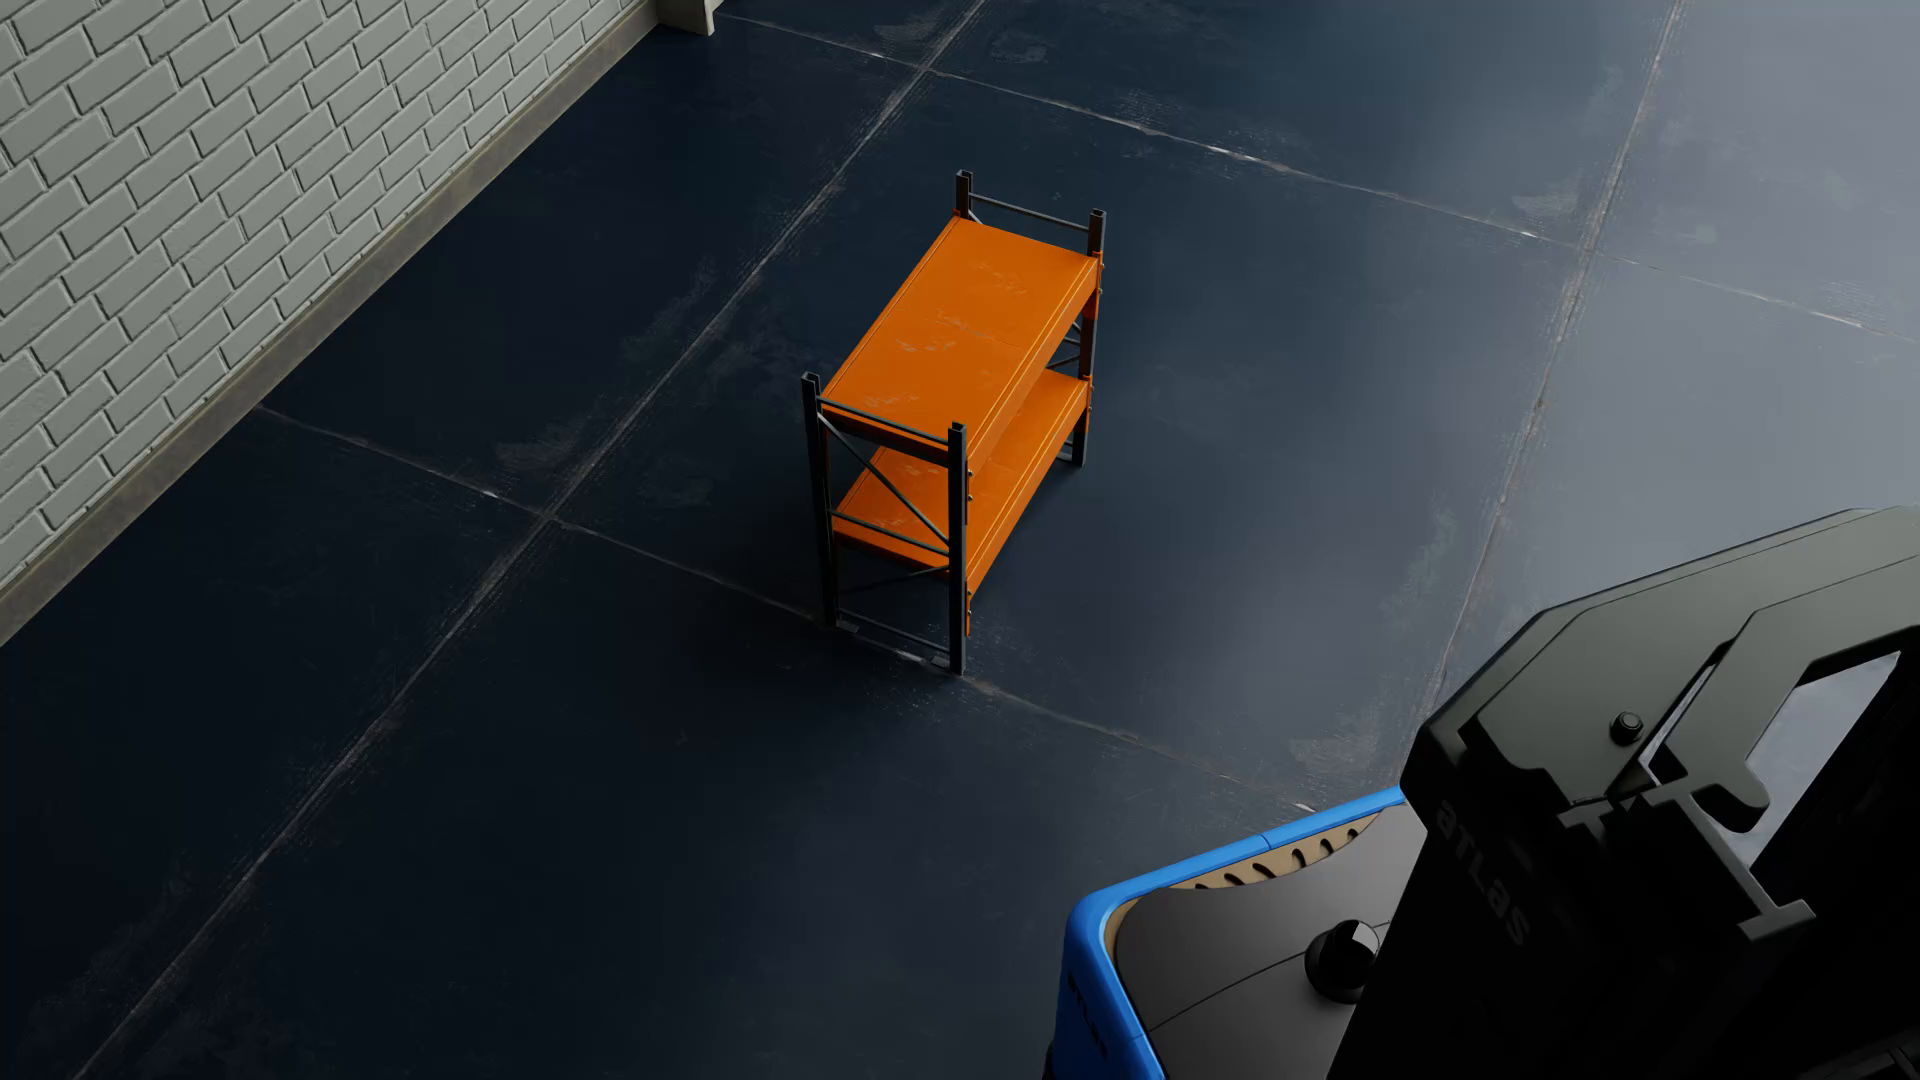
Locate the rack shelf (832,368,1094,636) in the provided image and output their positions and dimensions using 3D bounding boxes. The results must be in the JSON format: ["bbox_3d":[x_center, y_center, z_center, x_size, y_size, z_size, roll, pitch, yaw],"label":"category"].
[{"bbox_3d":[0.003,-0.211,5.512,0.538,0.278,1.000,20,52,16],"label":"rack shelf"}]

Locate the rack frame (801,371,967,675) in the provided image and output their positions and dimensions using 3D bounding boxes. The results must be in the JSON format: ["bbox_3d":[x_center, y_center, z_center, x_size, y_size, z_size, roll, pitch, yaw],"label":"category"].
[{"bbox_3d":[-0.214,-0.019,5.028,0.500,1.125,0.032,20,52,16],"label":"rack frame"}]

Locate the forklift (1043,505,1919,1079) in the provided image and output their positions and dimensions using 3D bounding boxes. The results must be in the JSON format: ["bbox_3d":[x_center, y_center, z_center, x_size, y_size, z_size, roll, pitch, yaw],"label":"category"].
[{"bbox_3d":[1.217,1.466,2.578,1.130,2.935,3.031,-16,52,-13],"label":"forklift"}]

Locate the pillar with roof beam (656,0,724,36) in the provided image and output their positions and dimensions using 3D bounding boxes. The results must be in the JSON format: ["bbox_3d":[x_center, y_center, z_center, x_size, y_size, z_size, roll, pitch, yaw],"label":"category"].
[{"bbox_3d":[2.667,-4.049,3.286,9.100,9.000,0.400,20,52,16],"label":"pillar with roof beam"}]

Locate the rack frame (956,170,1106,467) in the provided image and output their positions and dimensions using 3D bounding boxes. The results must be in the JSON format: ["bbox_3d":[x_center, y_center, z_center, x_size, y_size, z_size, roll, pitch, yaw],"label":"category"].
[{"bbox_3d":[0.220,-0.719,5.623,0.500,1.125,0.032,20,52,16],"label":"rack frame"}]

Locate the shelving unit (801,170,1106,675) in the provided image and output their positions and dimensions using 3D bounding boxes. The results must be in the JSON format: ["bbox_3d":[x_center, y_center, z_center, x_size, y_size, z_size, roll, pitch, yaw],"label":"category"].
[{"bbox_3d":[0.003,-0.369,5.326,0.538,1.125,1.048,20,52,16],"label":"shelving unit"}]

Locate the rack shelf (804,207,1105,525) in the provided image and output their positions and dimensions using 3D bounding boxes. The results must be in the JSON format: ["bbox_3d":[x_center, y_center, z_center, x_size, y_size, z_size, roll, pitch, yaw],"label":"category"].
[{"bbox_3d":[0.003,-0.559,5.103,0.538,0.278,1.000,20,52,16],"label":"rack shelf"}]
